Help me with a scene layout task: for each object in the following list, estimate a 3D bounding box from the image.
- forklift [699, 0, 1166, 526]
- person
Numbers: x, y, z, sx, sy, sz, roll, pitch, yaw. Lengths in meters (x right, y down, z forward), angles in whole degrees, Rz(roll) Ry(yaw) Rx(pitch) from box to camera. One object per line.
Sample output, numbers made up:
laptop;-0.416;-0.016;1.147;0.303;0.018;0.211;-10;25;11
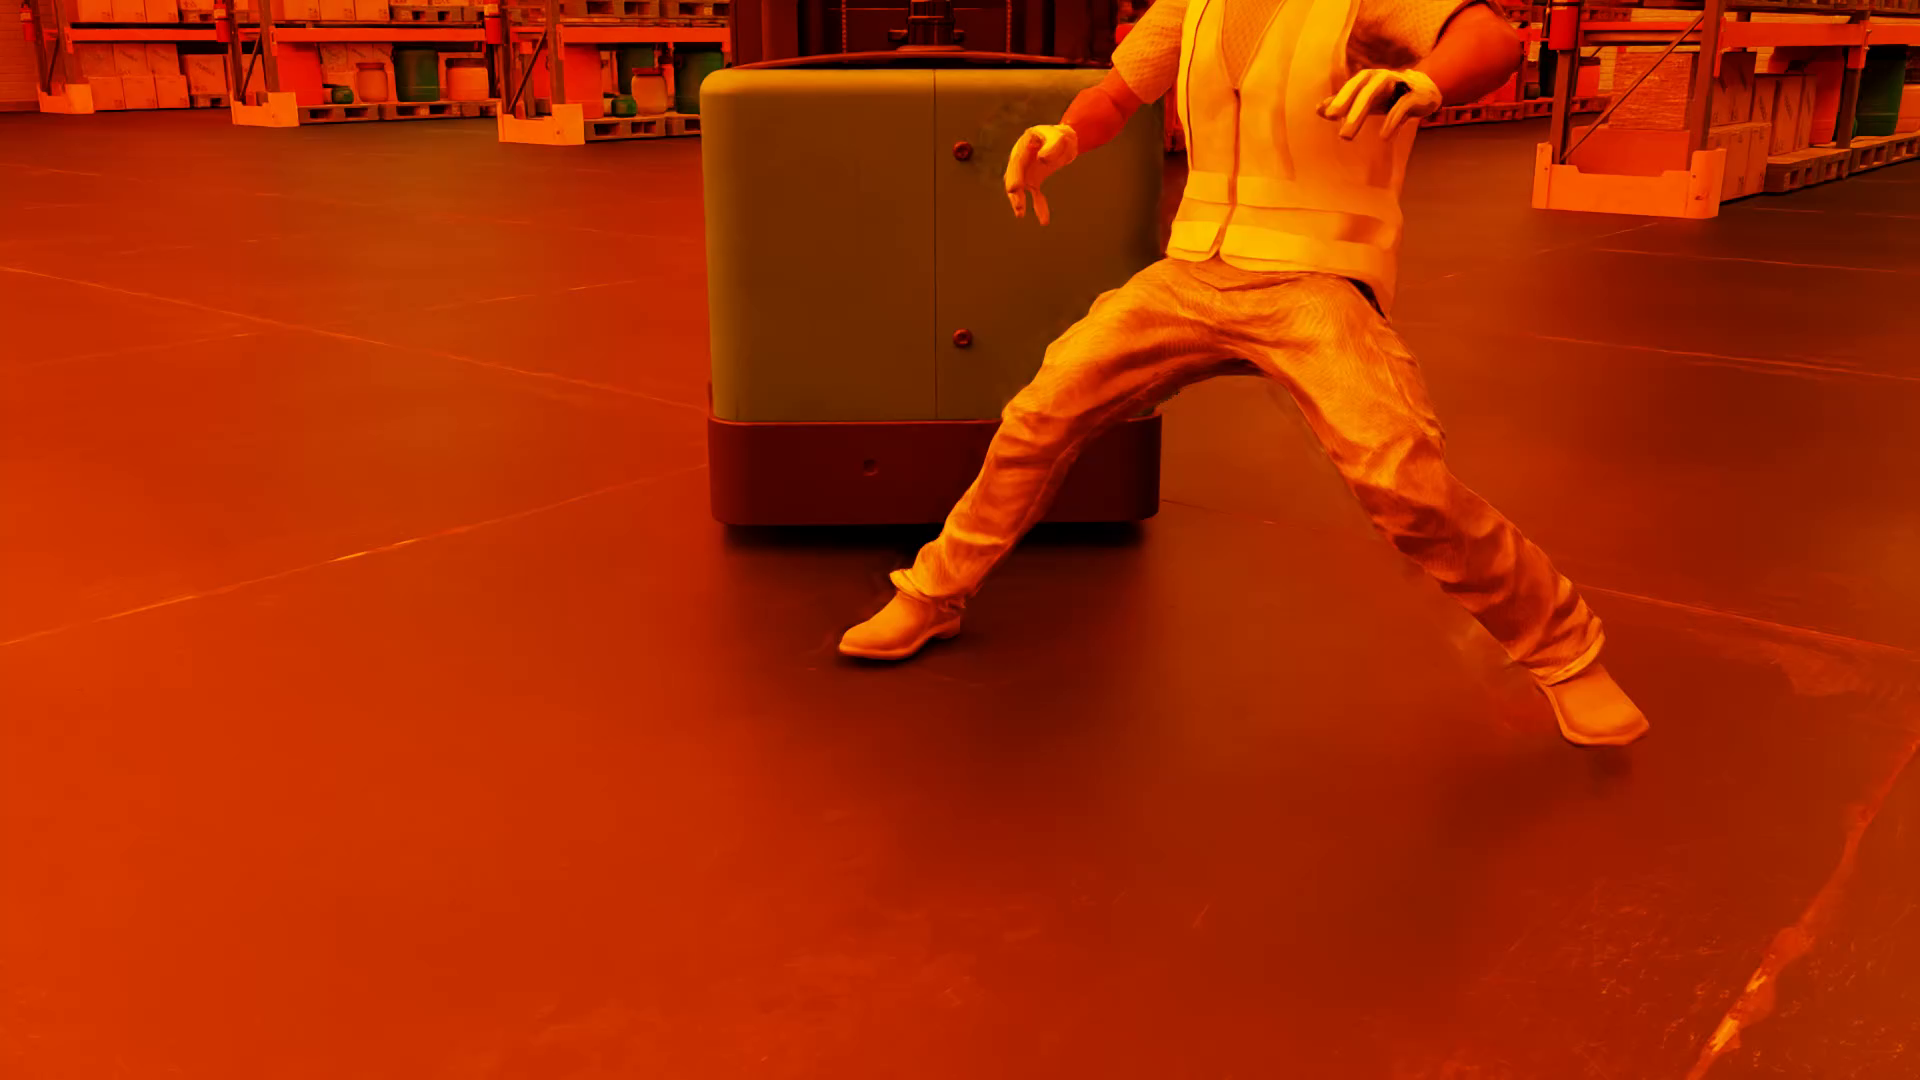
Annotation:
forklift;-0.113;-1.809;4.856;1.130;2.935;3.031;-1;17;-2
person;0.465;-0.464;2.765;0.858;1.558;1.320;-14;22;-38
